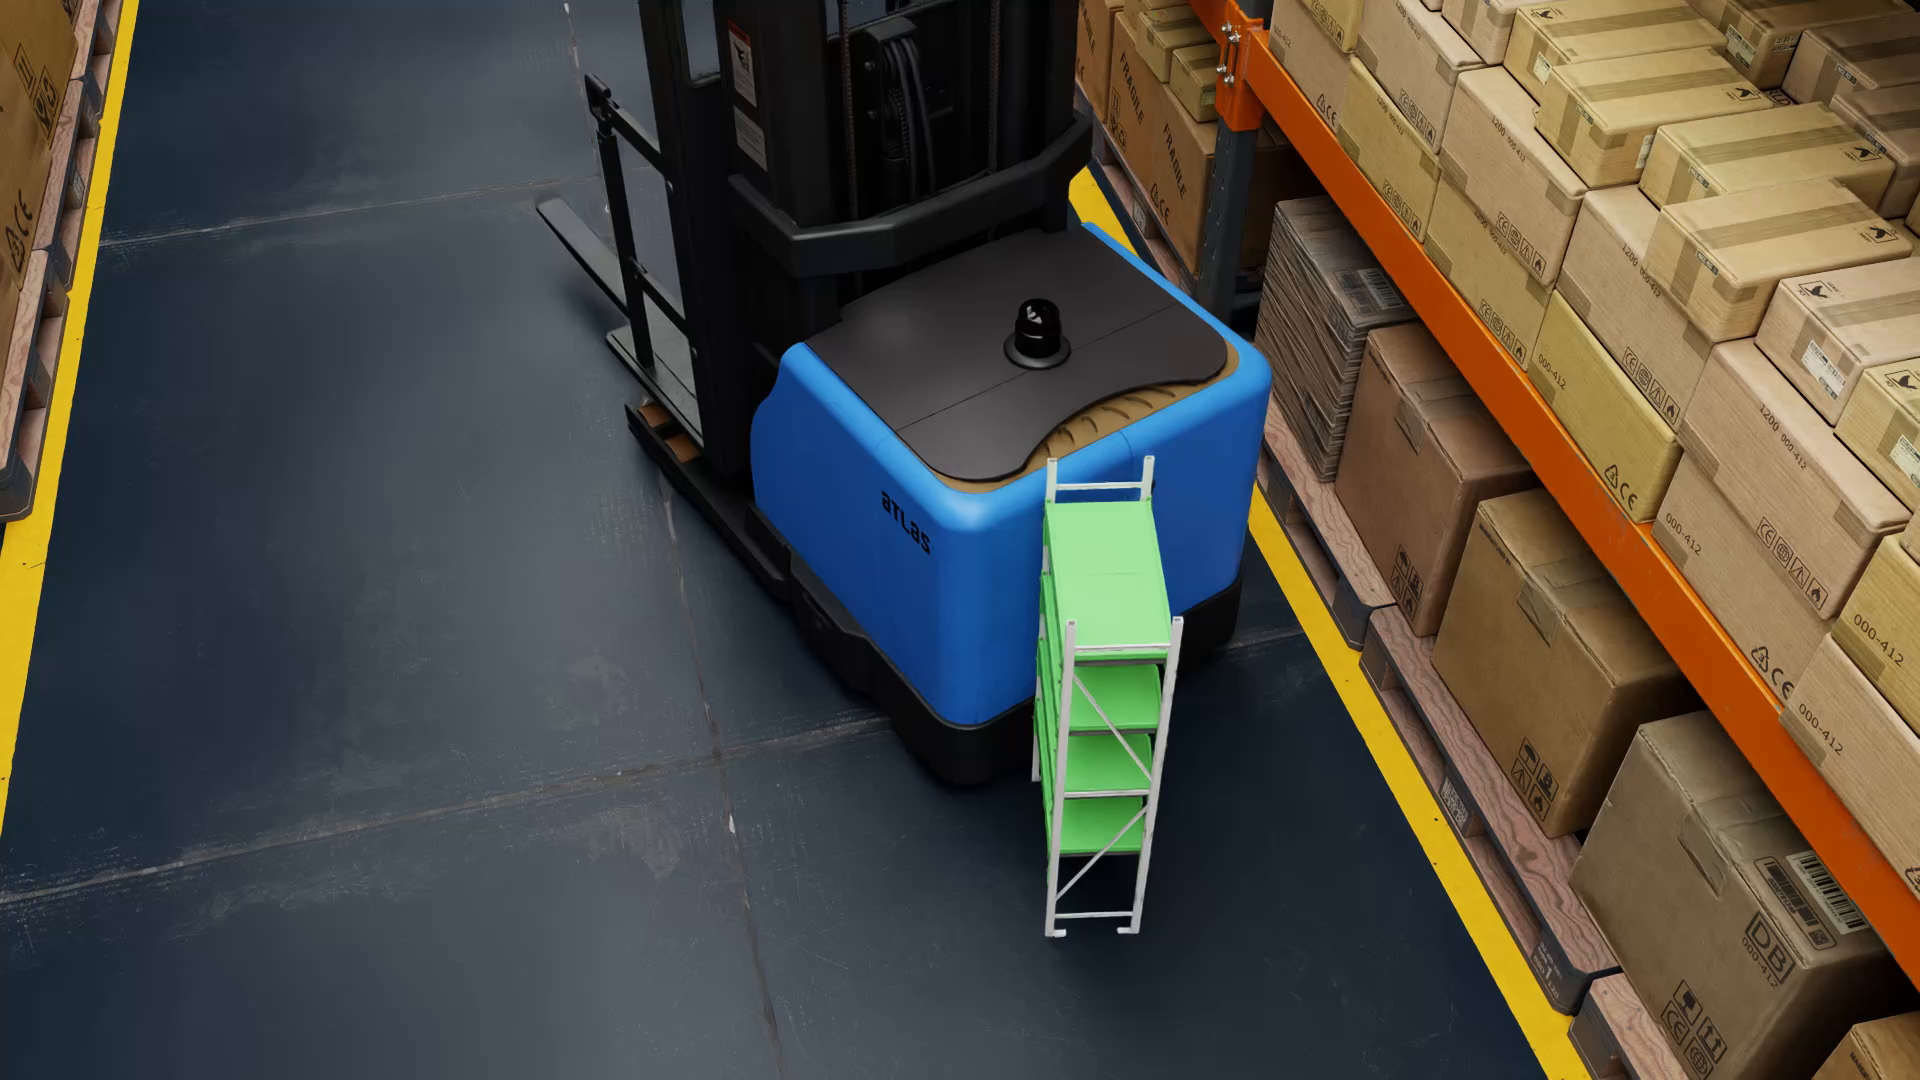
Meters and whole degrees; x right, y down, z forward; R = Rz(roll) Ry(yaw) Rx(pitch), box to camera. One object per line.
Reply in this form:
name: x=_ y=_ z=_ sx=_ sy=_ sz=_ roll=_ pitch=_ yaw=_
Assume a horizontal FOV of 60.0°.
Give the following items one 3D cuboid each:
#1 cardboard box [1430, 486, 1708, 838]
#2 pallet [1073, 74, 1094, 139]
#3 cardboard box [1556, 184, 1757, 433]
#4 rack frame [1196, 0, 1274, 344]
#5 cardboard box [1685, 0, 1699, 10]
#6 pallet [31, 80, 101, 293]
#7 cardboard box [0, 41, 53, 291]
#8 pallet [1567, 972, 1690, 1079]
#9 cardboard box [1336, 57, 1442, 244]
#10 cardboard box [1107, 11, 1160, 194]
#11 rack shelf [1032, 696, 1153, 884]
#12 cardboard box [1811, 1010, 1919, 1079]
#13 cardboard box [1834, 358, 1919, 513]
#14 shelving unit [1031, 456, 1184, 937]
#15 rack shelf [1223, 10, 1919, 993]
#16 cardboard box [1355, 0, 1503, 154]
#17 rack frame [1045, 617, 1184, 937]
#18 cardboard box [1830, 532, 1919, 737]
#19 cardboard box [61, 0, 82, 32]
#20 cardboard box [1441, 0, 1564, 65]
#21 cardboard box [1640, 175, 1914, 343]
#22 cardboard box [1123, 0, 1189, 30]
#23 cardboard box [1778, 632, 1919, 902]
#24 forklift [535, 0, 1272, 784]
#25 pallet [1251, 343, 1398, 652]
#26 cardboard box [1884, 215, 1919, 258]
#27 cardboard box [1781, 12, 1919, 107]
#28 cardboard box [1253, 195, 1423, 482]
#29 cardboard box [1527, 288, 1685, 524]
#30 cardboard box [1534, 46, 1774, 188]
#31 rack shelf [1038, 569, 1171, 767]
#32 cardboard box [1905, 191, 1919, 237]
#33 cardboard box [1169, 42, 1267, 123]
cardboard box: x=1.812 y=0.238 z=4.285 sx=0.875 sy=0.625 sz=0.625 roll=-12 pitch=47 yaw=-12
pallet: x=0.854 y=-2.181 z=7.240 sx=1.003 sy=0.211 sz=1.213 roll=-11 pitch=47 yaw=-10
cardboard box: x=1.594 y=-0.507 z=3.401 sx=0.500 sy=0.250 sz=0.500 roll=-10 pitch=46 yaw=-10
rack frame: x=1.318 y=-1.794 z=4.908 sx=1.000 sy=3.000 sz=0.127 roll=-11 pitch=47 yaw=-10
cardboard box: x=1.909 y=-1.362 z=3.960 sx=0.380 sy=0.149 sz=0.250 roll=-12 pitch=47 yaw=-11
pallet: x=-3.917 y=-1.307 z=6.383 sx=1.003 sy=0.211 sz=1.213 roll=-11 pitch=47 yaw=-10
cardboard box: x=-3.801 y=-1.396 z=5.711 sx=0.875 sy=0.875 sz=0.875 roll=-10 pitch=46 yaw=-10
pallet: x=2.115 y=1.442 z=3.689 sx=1.003 sy=0.211 sz=1.213 roll=-11 pitch=47 yaw=-10
cardboard box: x=1.319 y=-1.042 z=4.276 sx=0.500 sy=0.250 sz=0.500 roll=-12 pitch=47 yaw=-11
cardboard box: x=0.884 y=-1.666 z=6.239 sx=0.500 sy=0.500 sz=0.500 roll=-11 pitch=47 yaw=-11
rack shelf: x=0.328 y=0.625 z=4.223 sx=0.258 sy=0.148 sz=0.480 roll=-2 pitch=46 yaw=-2
cardboard box: x=2.197 y=1.294 z=3.251 sx=0.875 sy=0.625 sz=0.625 roll=-9 pitch=46 yaw=-9
cardboard box: x=1.742 y=-0.193 z=2.815 sx=0.380 sy=0.149 sz=0.250 roll=-12 pitch=47 yaw=-11
shelving unit: x=0.328 y=0.412 z=4.006 sx=0.258 sy=1.200 sz=0.503 roll=-2 pitch=46 yaw=-2
rack shelf: x=1.830 y=-0.161 z=3.812 sx=1.077 sy=0.370 sz=4.000 roll=-11 pitch=47 yaw=-10
cardboard box: x=1.322 y=-1.220 z=4.100 sx=0.500 sy=0.250 sz=0.500 roll=-9 pitch=46 yaw=-9
rack frame: x=0.338 y=0.586 z=3.835 sx=0.240 sy=1.200 sz=0.015 roll=-2 pitch=46 yaw=-2
cardboard box: x=1.830 y=0.199 z=2.710 sx=0.500 sy=0.250 sz=0.500 roll=-12 pitch=47 yaw=-11
cardboard box: x=-4.268 y=-2.635 z=6.926 sx=0.875 sy=0.875 sz=0.875 roll=-9 pitch=46 yaw=-9
cardboard box: x=1.354 y=-1.247 z=3.848 sx=0.380 sy=0.149 sz=0.250 roll=-10 pitch=46 yaw=-10
cardboard box: x=1.541 y=-0.535 z=3.150 sx=0.380 sy=0.149 sz=0.250 roll=-12 pitch=47 yaw=-11
cardboard box: x=0.822 y=-1.960 z=6.073 sx=0.380 sy=0.149 sz=0.250 roll=-12 pitch=47 yaw=-12
cardboard box: x=1.826 y=0.374 z=2.888 sx=0.500 sy=0.250 sz=0.500 roll=-11 pitch=47 yaw=-11
forklift: x=-0.443 y=-1.386 z=4.556 sx=1.130 sy=2.935 sz=3.031 roll=-26 pitch=51 yaw=-24
pallet: x=1.491 y=-0.243 z=5.340 sx=1.003 sy=0.211 sz=1.213 roll=-11 pitch=47 yaw=-10
cardboard box: x=2.081 y=-0.609 z=3.502 sx=0.500 sy=0.250 sz=0.500 roll=-12 pitch=47 yaw=-11
cardboard box: x=2.045 y=-1.010 z=3.615 sx=0.380 sy=0.149 sz=0.250 roll=-11 pitch=47 yaw=-11
cardboard box: x=1.464 y=-0.677 z=5.182 sx=0.875 sy=0.625 sz=0.625 roll=-9 pitch=46 yaw=-9
cardboard box: x=1.589 y=-0.330 z=3.578 sx=0.500 sy=0.250 sz=0.500 roll=-9 pitch=46 yaw=-9
cardboard box: x=1.455 y=-0.893 z=3.501 sx=0.380 sy=0.149 sz=0.250 roll=-10 pitch=46 yaw=-9
rack shelf: x=0.328 y=0.289 z=3.880 sx=0.258 sy=0.148 sz=0.480 roll=-2 pitch=46 yaw=-2
cardboard box: x=2.114 y=-0.637 z=3.250 sx=0.380 sy=0.149 sz=0.250 roll=-10 pitch=46 yaw=-10
cardboard box: x=0.946 y=-1.588 z=5.708 sx=0.380 sy=0.149 sz=0.250 roll=-13 pitch=47 yaw=-12
